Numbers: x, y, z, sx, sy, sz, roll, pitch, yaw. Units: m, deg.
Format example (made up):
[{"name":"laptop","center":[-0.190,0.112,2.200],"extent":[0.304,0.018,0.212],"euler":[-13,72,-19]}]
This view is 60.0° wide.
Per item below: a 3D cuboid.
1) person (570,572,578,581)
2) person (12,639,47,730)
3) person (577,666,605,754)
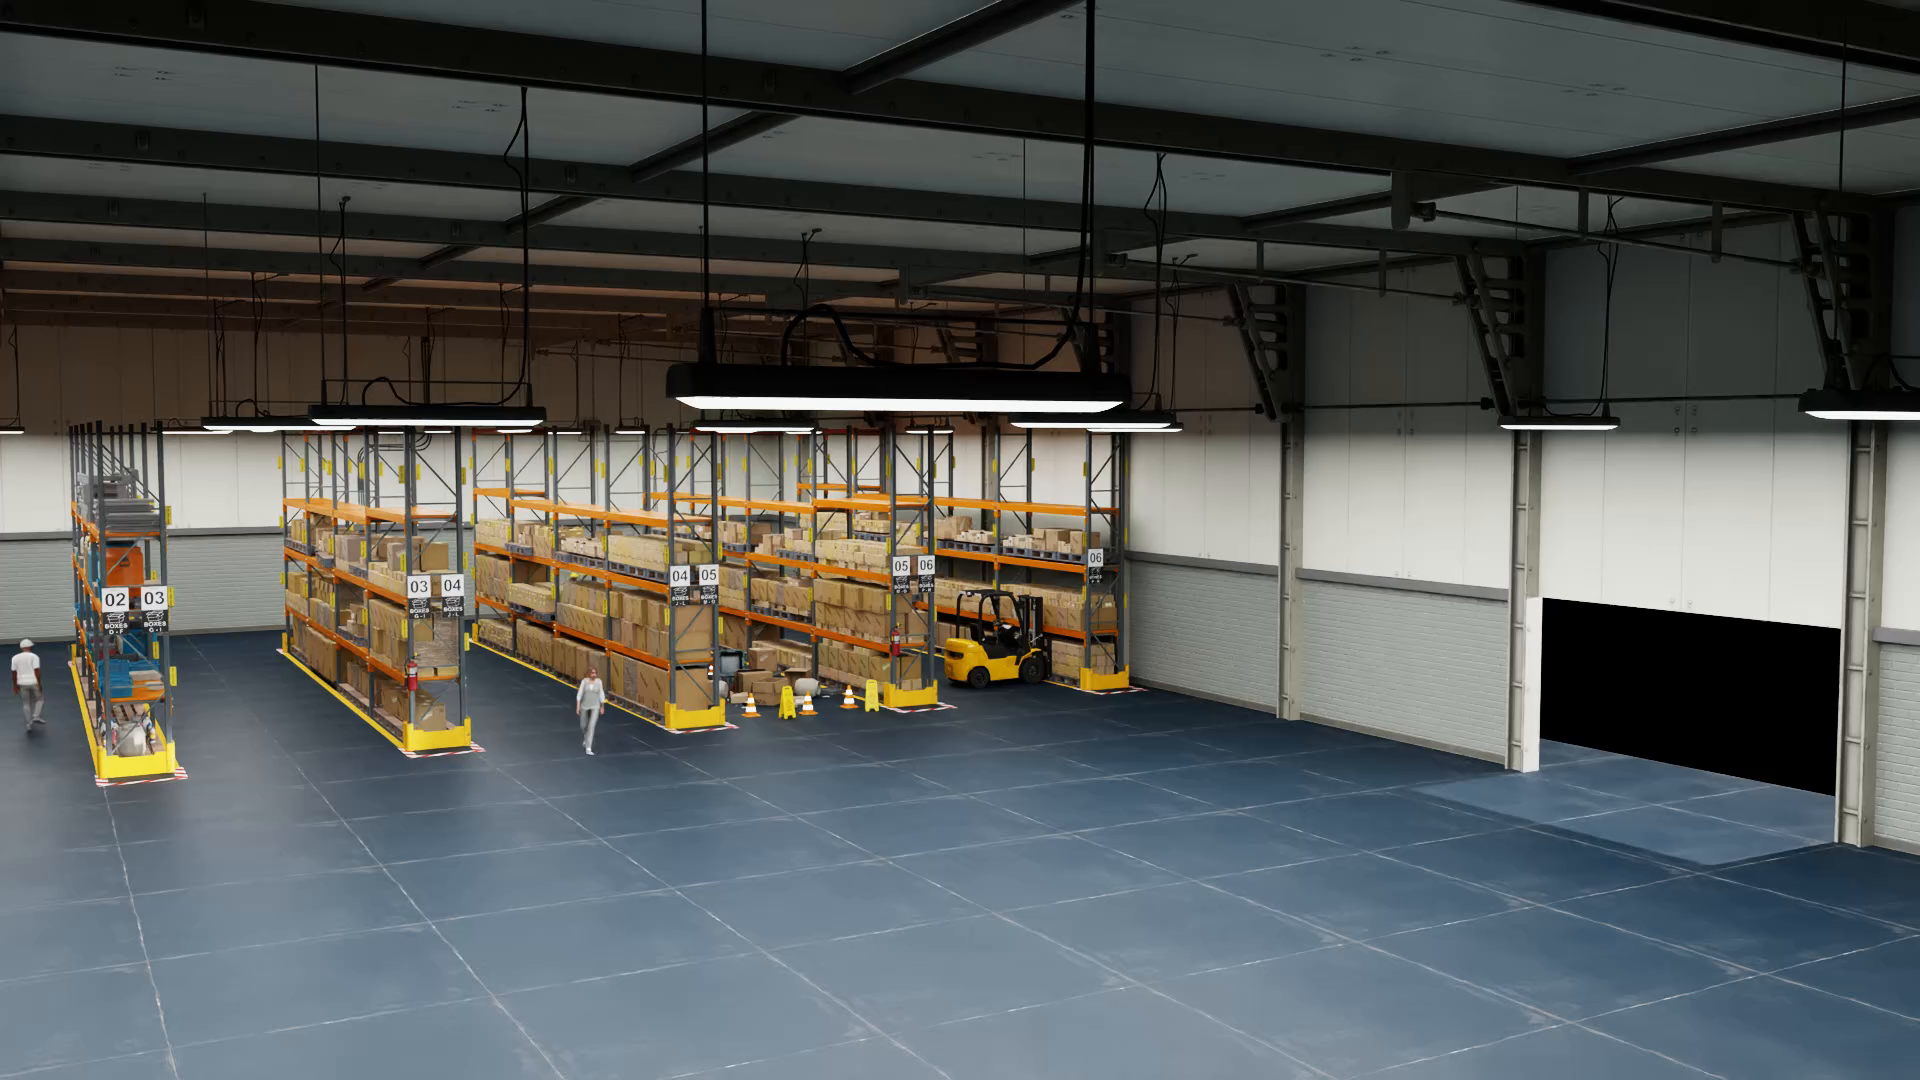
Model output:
[{"name":"person","center":[-11.397,1.814,49.247],"extent":[0.628,1.744,0.859],"euler":[3,5,42]},{"name":"person","center":[-18.234,2.827,32.551],"extent":[0.598,1.752,0.519],"euler":[-1,4,-21]},{"name":"person","center":[-6.726,3.072,30.299],"extent":[0.497,1.562,0.797],"euler":[-1,4,-11]}]
